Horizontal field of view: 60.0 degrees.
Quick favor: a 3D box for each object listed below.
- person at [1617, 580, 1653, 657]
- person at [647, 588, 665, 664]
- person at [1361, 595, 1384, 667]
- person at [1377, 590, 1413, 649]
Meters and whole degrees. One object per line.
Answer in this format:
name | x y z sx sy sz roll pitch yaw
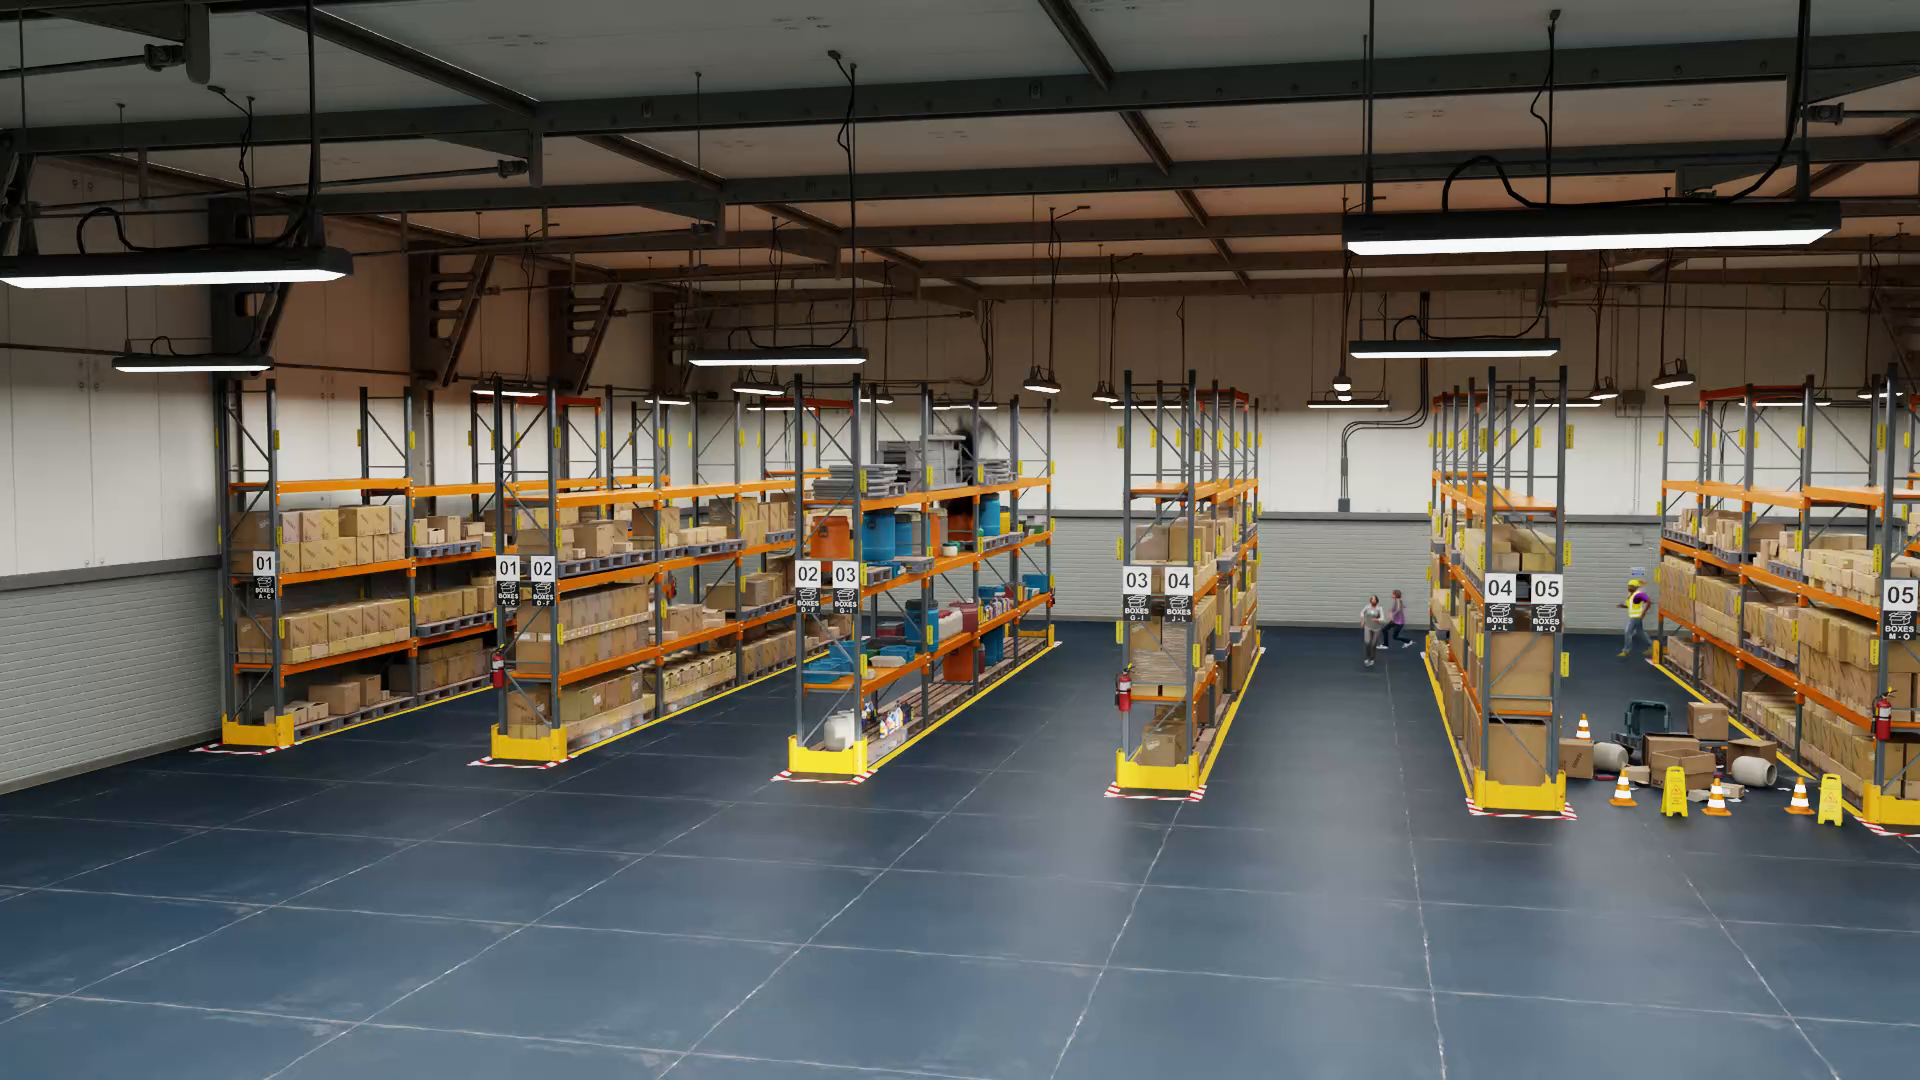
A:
person | 15.612 1.810 38.347 0.890 1.796 0.640 1 4 14
person | -6.837 1.934 36.864 0.674 1.746 0.614 0 3 5
person | 9.099 2.002 36.699 0.516 1.595 0.644 1 4 16
person | 10.390 1.904 39.576 0.805 1.436 0.603 0 3 -1
